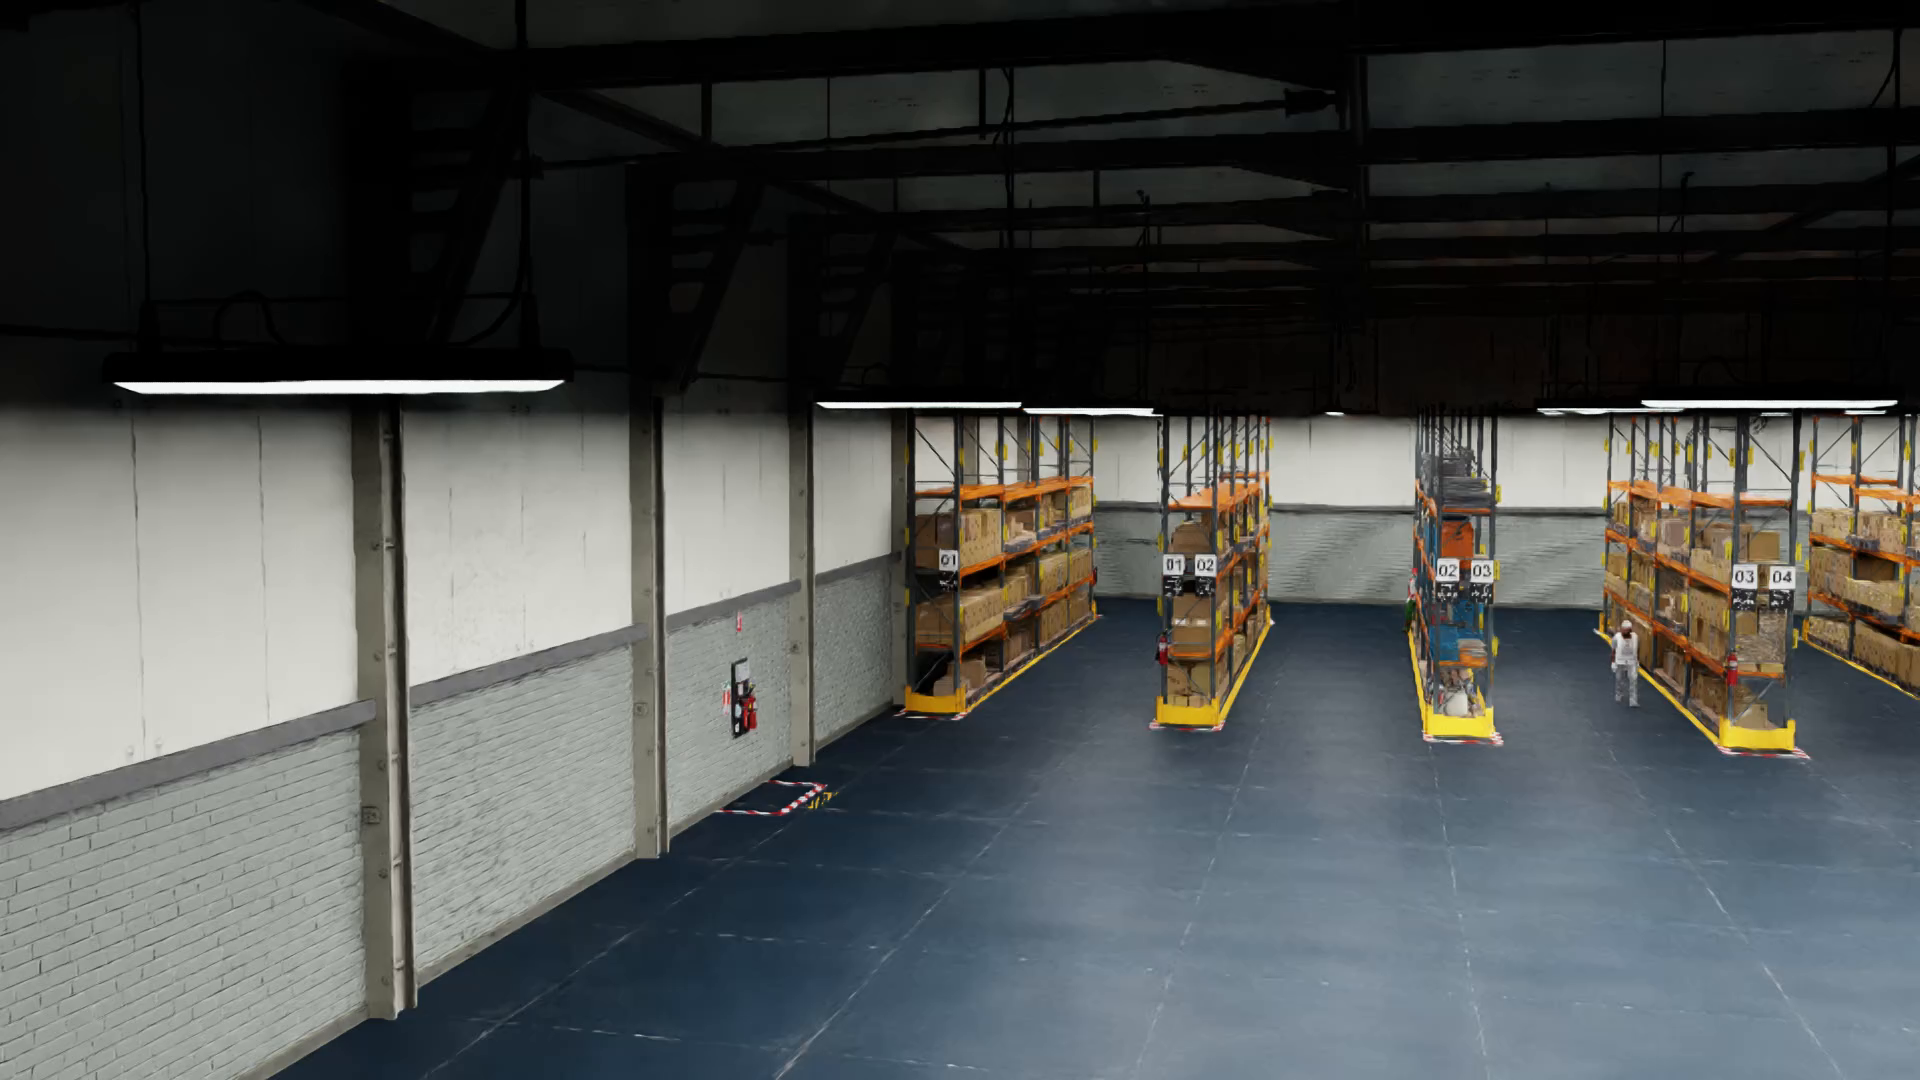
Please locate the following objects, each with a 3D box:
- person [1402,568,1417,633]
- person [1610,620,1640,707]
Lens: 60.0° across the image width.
[{"bbox_3d":[12.204,1.609,44.501,0.589,1.754,0.976,3,5,35],"label":"person"},{"bbox_3d":[13.285,2.441,33.195,0.566,1.704,1.122,1,4,16],"label":"person"}]
